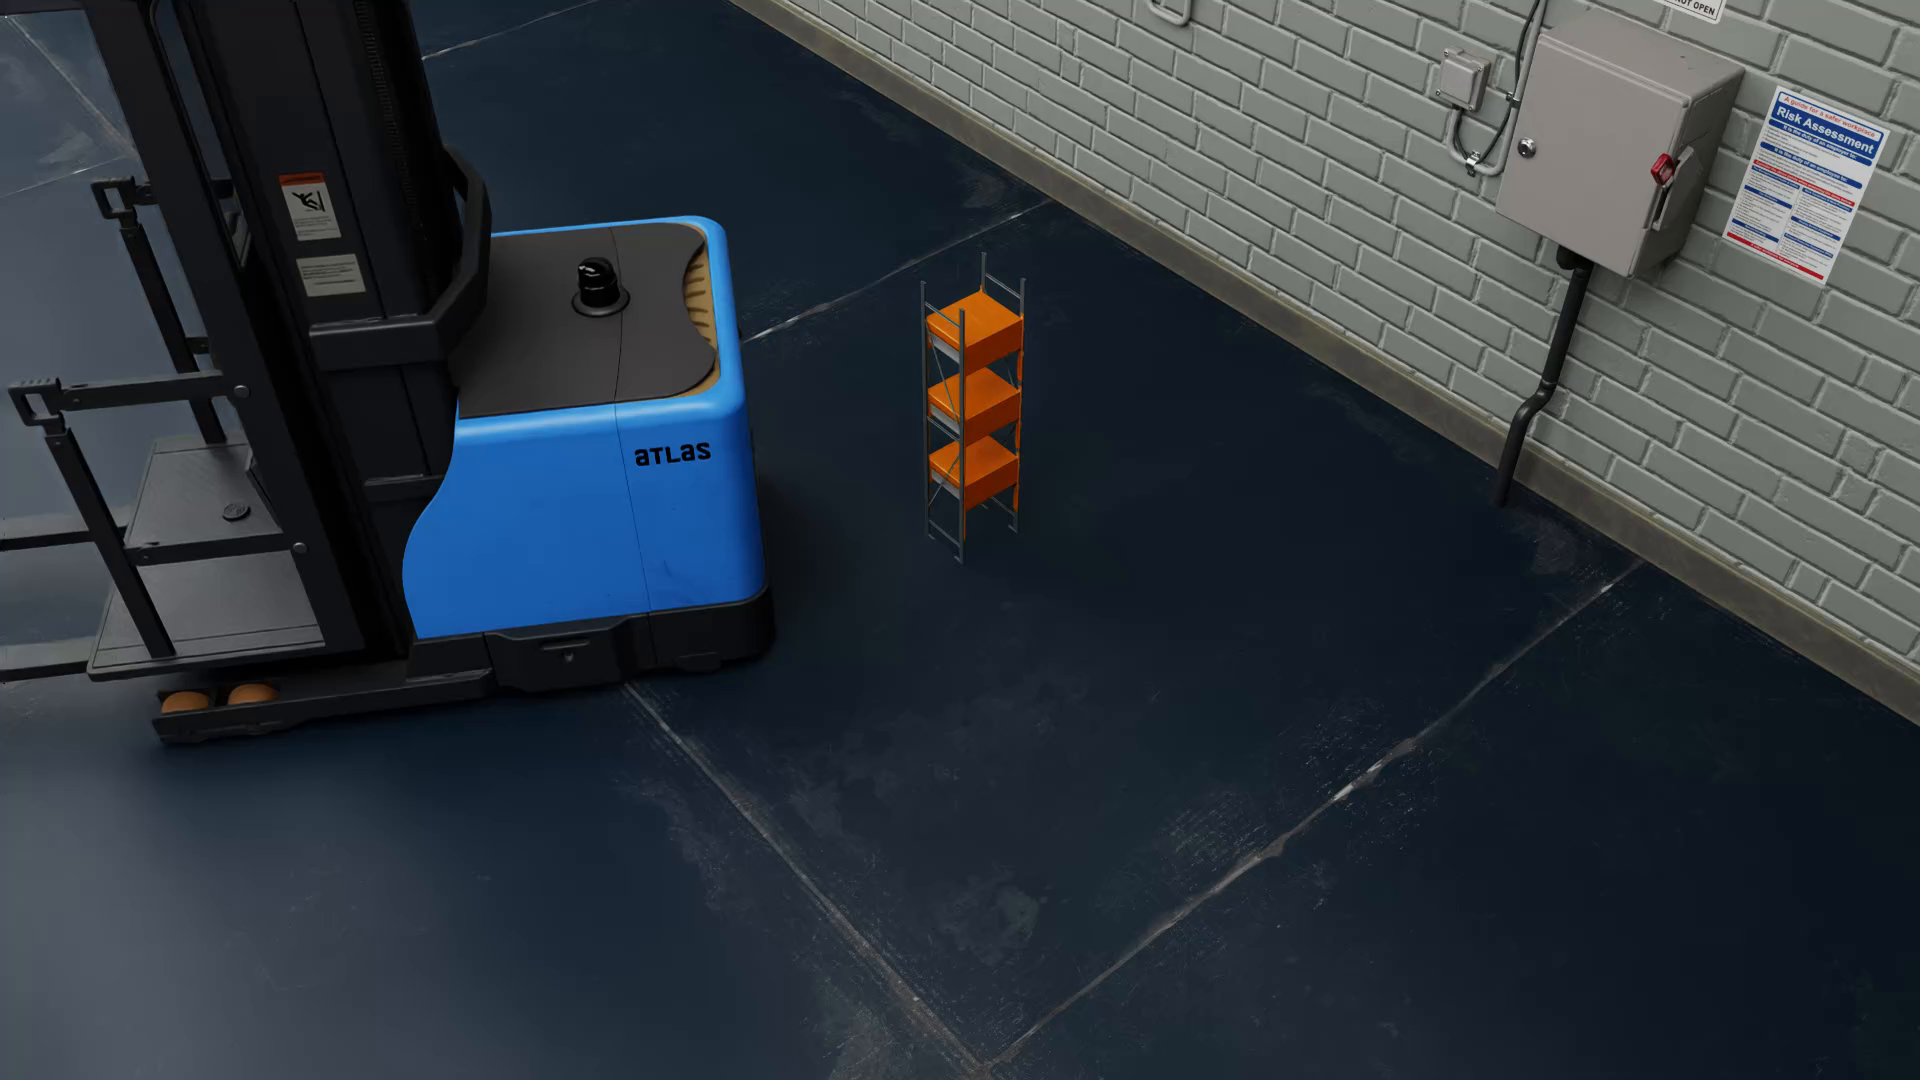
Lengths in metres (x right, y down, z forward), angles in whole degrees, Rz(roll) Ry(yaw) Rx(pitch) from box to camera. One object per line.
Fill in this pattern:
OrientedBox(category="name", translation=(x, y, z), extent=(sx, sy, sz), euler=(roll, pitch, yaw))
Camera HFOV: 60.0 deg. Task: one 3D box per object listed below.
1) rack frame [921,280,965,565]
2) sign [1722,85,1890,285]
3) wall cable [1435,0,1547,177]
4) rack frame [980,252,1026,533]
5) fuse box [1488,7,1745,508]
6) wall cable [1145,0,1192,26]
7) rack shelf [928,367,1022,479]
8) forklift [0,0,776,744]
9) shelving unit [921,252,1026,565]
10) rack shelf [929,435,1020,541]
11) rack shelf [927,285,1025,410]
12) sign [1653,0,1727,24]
OrientedBox(category="rack frame", translation=(-0.053, -0.353, 5.359), extent=(0.008, 1.050, 0.200), euler=(-30, 51, -28))
OrientedBox(category="sign", translation=(2.373, -0.996, 4.689), extent=(0.001, 0.494, 0.329), euler=(-30, 51, -28))
OrientedBox(category="wall cable", translation=(1.580, -1.997, 4.943), extent=(0.122, 1.984, 0.588), euler=(-30, 51, -28))
OrientedBox(category="rack frame", translation=(0.135, -0.460, 5.473), extent=(0.008, 1.050, 0.200), euler=(-30, 51, -28))
OrientedBox(category="fuse box", translation=(1.897, -0.729, 5.277), extent=(0.414, 1.711, 0.539), euler=(-30, 51, -28))
OrientedBox(category="wall cable", translation=(0.661, -2.748, 5.720), extent=(0.123, 1.953, 0.585), euler=(-30, 51, -28))
OrientedBox(category="rack shelf", translation=(0.041, -0.398, 5.423), extent=(0.240, 0.259, 0.215), euler=(-30, 51, -28))
OrientedBox(category="forklift", translation=(-2.155, -0.838, 4.501), extent=(3.031, 2.935, 1.130), euler=(-7, 44, -7))
OrientedBox(category="shelving unit", translation=(0.041, -0.406, 5.416), extent=(0.252, 1.050, 0.215), euler=(-30, 51, -28))
OrientedBox(category="rack shelf", translation=(0.041, -0.196, 5.613), extent=(0.240, 0.259, 0.215), euler=(-30, 51, -28))
OrientedBox(category="rack shelf", translation=(0.041, -0.605, 5.229), extent=(0.240, 0.259, 0.215), euler=(-30, 51, -28))
OrientedBox(category="sign", translation=(2.020, -1.620, 4.681), extent=(0.001, 0.242, 0.339), euler=(-30, 51, -28))
